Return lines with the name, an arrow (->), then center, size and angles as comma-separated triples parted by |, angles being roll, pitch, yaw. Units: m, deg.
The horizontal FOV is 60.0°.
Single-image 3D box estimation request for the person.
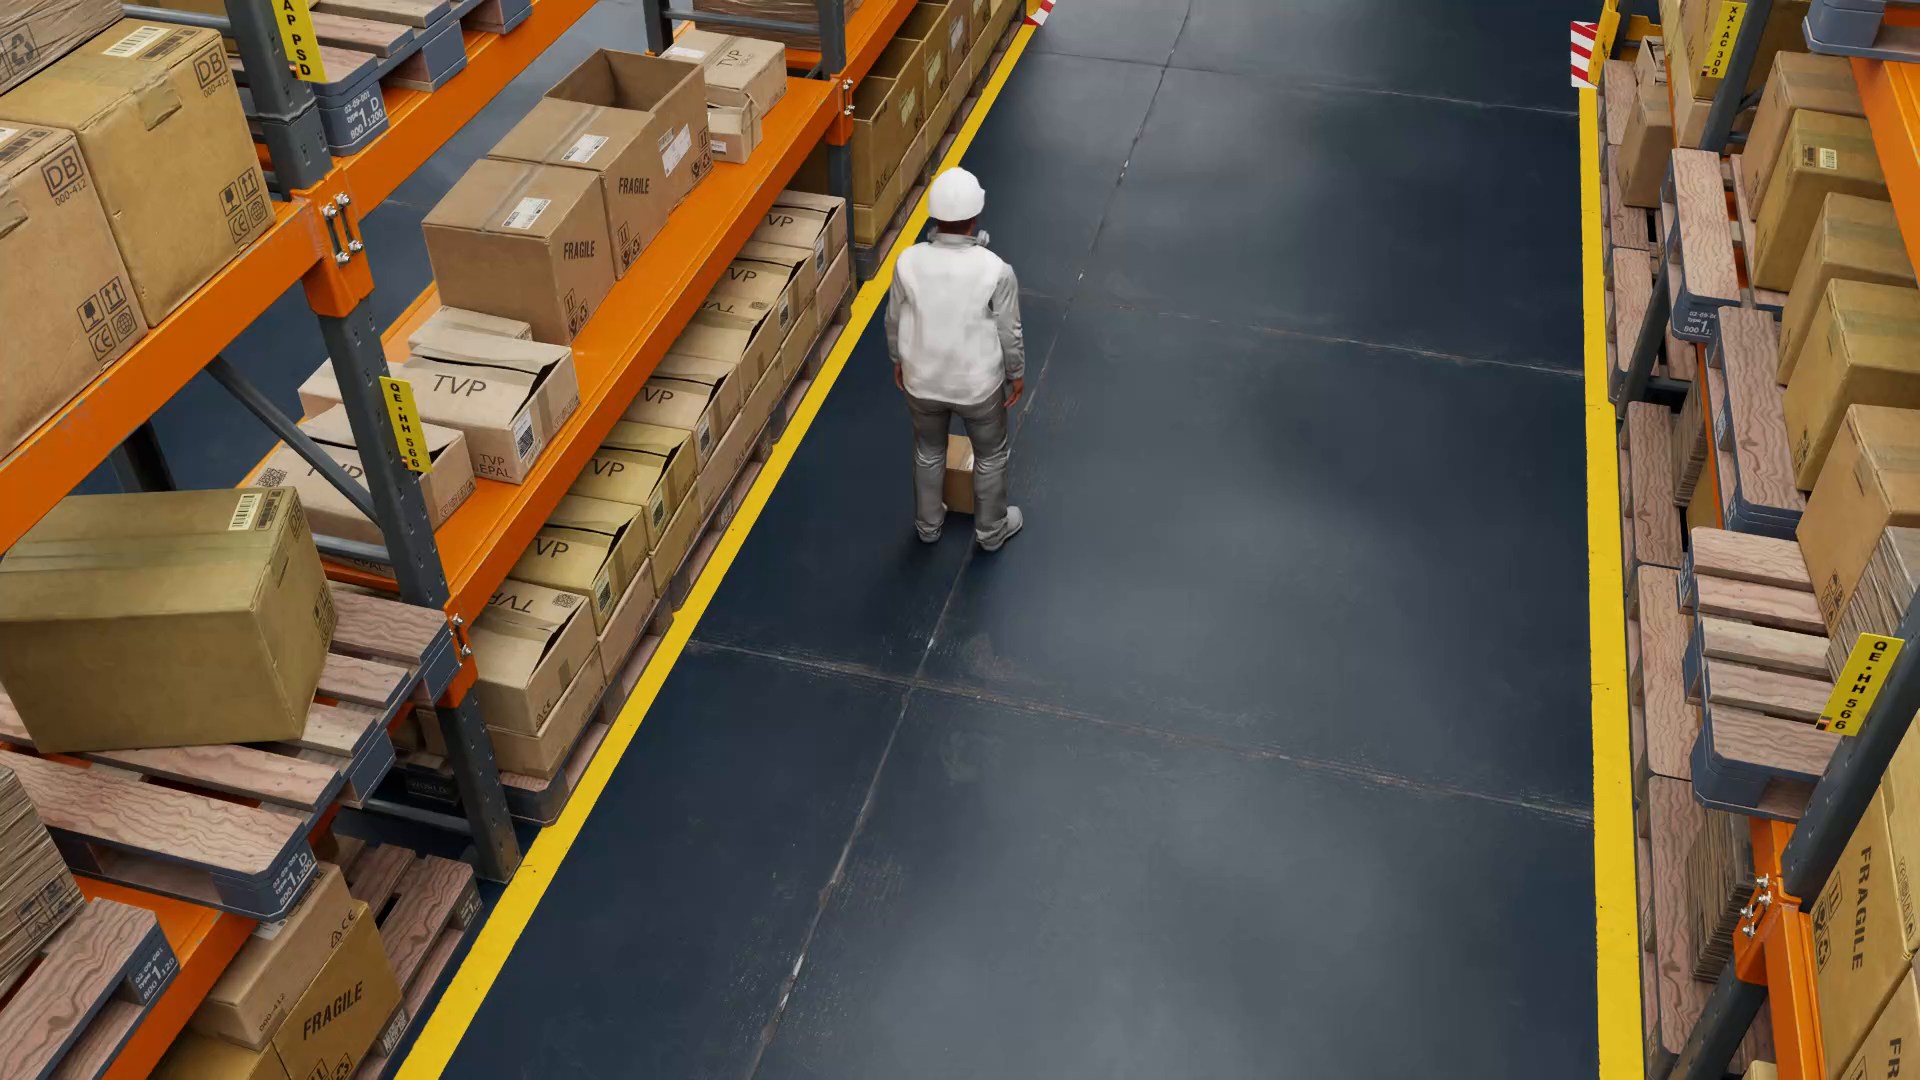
person -> -0.015, -0.711, 6.963 | 0.582, 1.771, 0.465 | 10, 42, 11
